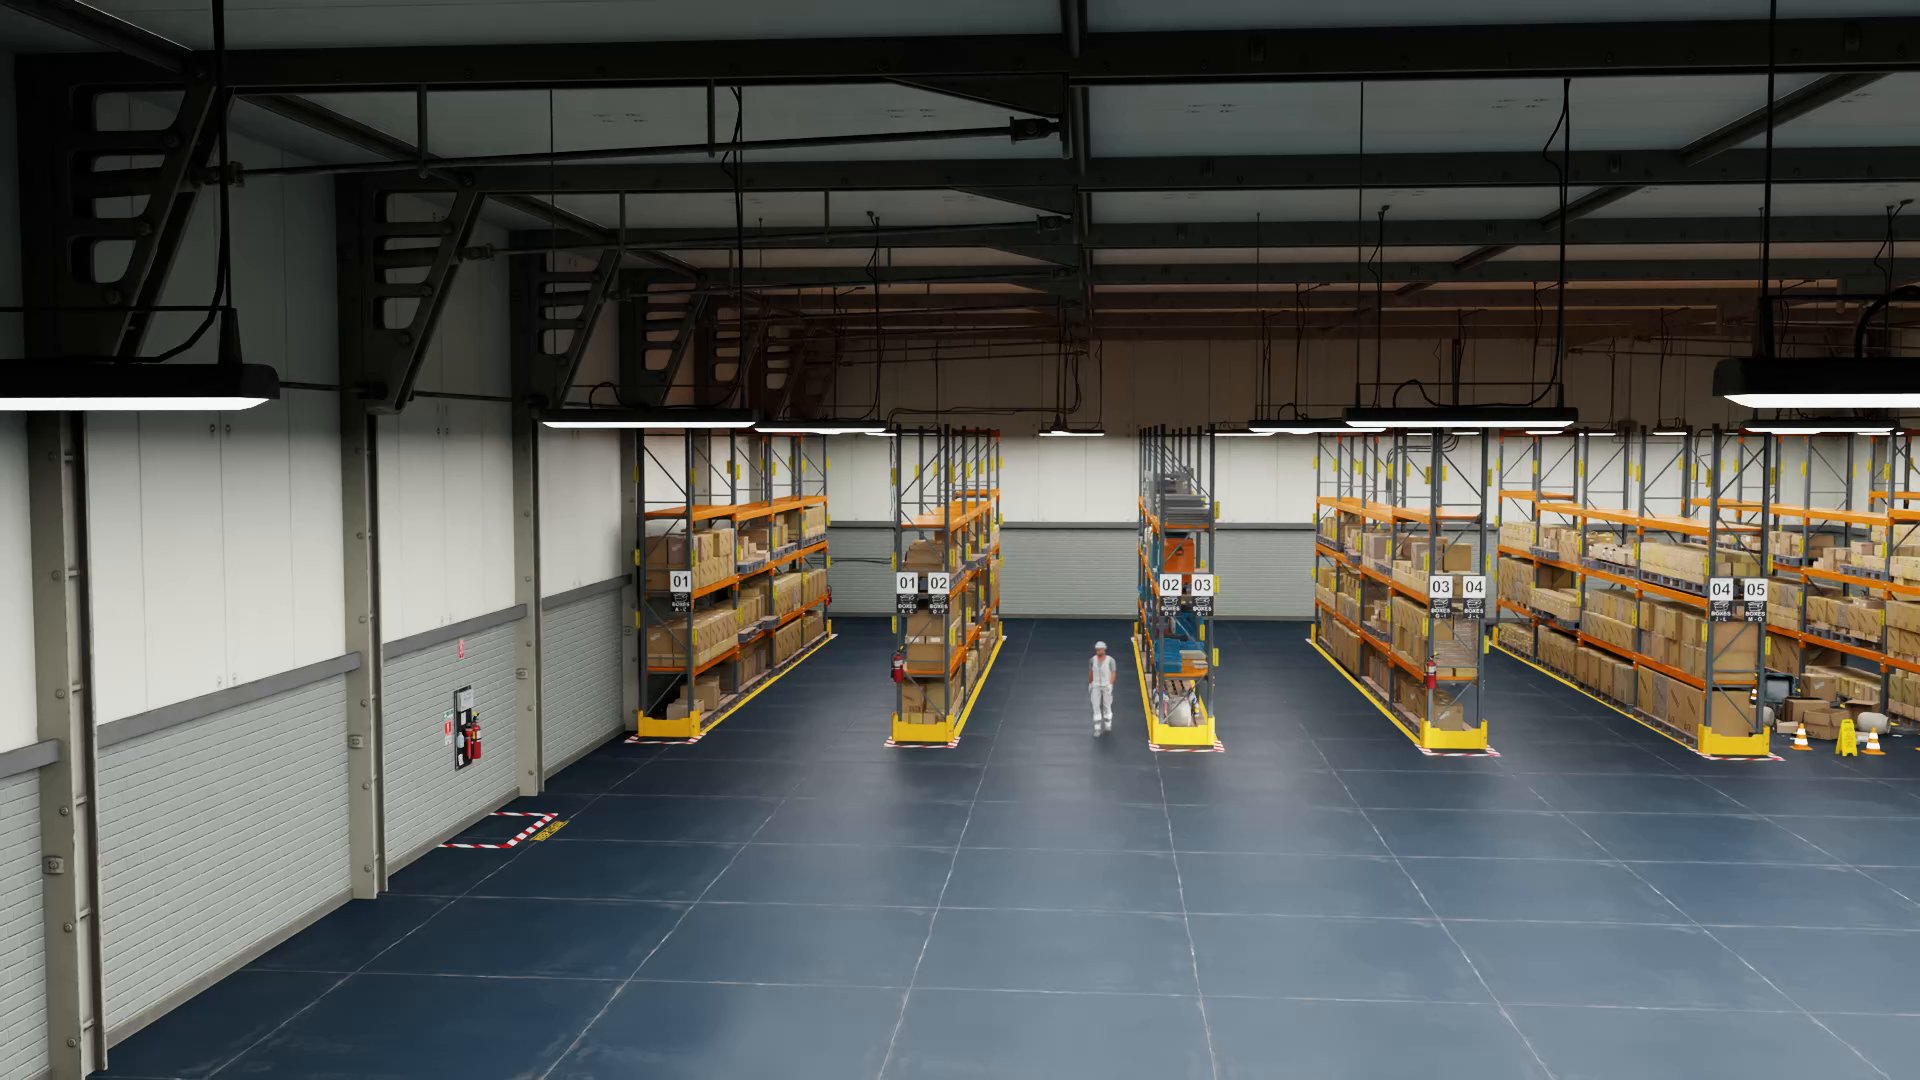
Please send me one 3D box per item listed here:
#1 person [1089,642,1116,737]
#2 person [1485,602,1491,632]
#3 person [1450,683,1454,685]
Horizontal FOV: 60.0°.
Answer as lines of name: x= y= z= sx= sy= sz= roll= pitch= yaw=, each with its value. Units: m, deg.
person: x=2.736 y=2.884 z=32.246 sx=0.564 sy=1.818 sz=0.759 roll=1 pitch=4 yaw=17
person: x=15.102 y=1.930 z=48.301 sx=0.803 sy=1.699 sz=0.544 roll=-1 pitch=4 yaw=-15
person: x=11.509 y=2.577 z=38.584 sx=0.432 sy=1.552 sz=0.903 roll=1 pitch=4 yaw=18
